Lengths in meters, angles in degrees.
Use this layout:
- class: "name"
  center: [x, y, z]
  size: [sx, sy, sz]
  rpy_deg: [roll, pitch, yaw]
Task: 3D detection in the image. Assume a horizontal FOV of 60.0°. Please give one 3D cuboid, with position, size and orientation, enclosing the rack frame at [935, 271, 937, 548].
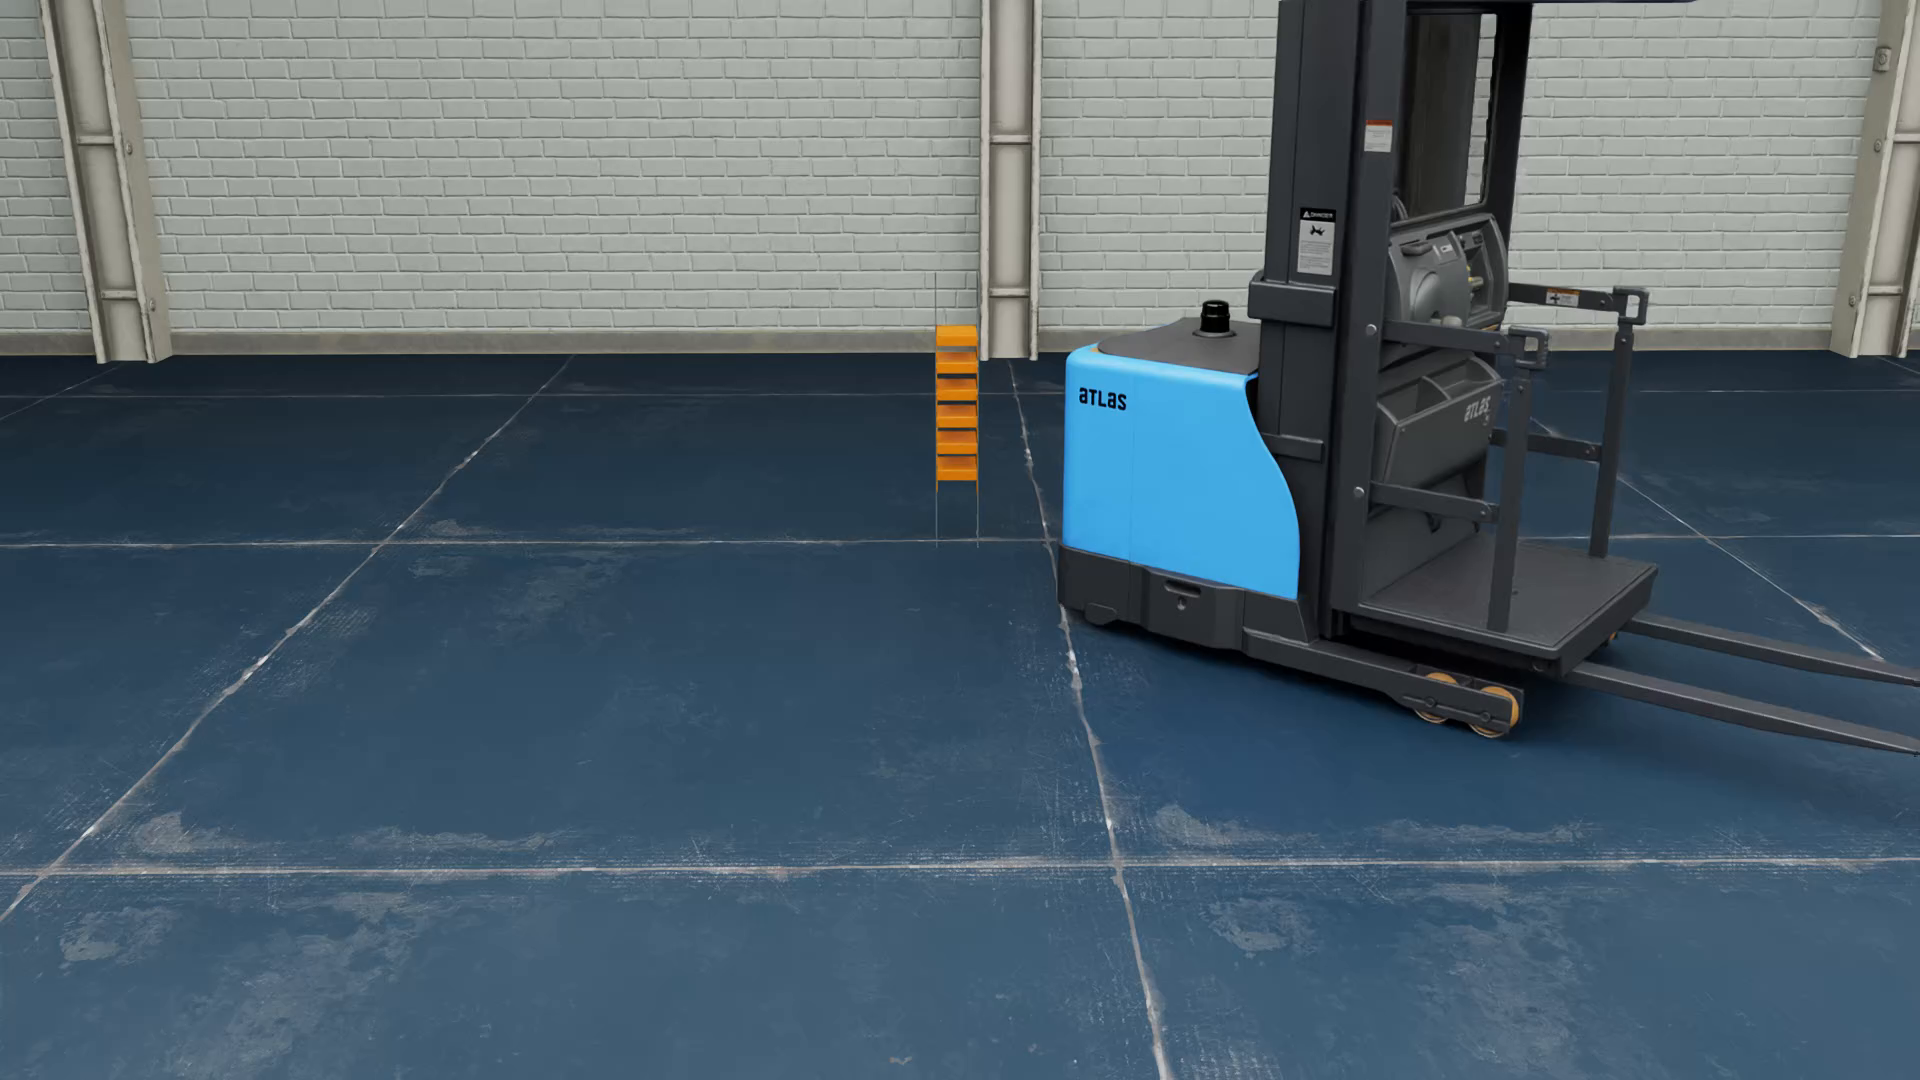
- class: "rack frame"
  center: [-0.106, -0.571, 7.363]
  size: [0.006, 1.200, 0.240]
  rpy_deg: [0, 18, -1]

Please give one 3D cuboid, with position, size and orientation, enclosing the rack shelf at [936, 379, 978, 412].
- class: "rack shelf"
  center: [-0.014, -0.643, 7.341]
  size: [0.180, 0.103, 0.258]
  rpy_deg: [0, 18, -1]

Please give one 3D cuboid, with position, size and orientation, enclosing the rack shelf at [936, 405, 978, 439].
- class: "rack shelf"
  center: [-0.014, -0.529, 7.378]
  size: [0.180, 0.103, 0.258]
  rpy_deg: [0, 18, -1]

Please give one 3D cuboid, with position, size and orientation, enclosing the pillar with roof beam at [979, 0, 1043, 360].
- class: "pillar with roof beam"
  center: [0.400, -4.247, 6.056]
  size: [0.400, 9.000, 9.100]
  rpy_deg: [0, 18, -1]

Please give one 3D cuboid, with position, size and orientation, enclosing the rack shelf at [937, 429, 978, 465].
- class: "rack shelf"
  center: [-0.014, -0.415, 7.414]
  size: [0.180, 0.103, 0.258]
  rpy_deg: [0, 18, -1]

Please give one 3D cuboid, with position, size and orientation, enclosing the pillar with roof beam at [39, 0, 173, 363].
- class: "pillar with roof beam"
  center: [-5.599, -4.218, 5.966]
  size: [0.400, 9.000, 9.100]
  rpy_deg: [0, 18, -1]

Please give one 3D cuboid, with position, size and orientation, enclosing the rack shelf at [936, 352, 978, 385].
- class: "rack shelf"
  center: [-0.014, -0.757, 7.304]
  size: [0.180, 0.103, 0.258]
  rpy_deg: [0, 18, -1]

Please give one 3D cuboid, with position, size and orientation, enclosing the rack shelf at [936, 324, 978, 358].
- class: "rack shelf"
  center: [-0.014, -0.872, 7.268]
  size: [0.180, 0.103, 0.258]
  rpy_deg: [0, 18, -1]

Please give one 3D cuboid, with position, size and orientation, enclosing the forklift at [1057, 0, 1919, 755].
- class: "forklift"
  center: [1.855, -0.924, 5.629]
  size: [3.031, 2.935, 1.130]
  rpy_deg: [14, 22, 36]

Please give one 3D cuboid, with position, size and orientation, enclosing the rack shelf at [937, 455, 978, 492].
- class: "rack shelf"
  center: [-0.014, -0.300, 7.451]
  size: [0.180, 0.103, 0.258]
  rpy_deg: [0, 18, -1]

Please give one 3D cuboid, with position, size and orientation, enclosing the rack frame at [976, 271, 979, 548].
- class: "rack frame"
  center: [0.077, -0.572, 7.365]
  size: [0.006, 1.200, 0.240]
  rpy_deg: [0, 18, -1]

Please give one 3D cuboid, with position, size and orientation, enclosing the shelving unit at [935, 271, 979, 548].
- class: "shelving unit"
  center: [-0.014, -0.571, 7.364]
  size: [0.189, 1.200, 0.258]
  rpy_deg: [0, 18, -1]

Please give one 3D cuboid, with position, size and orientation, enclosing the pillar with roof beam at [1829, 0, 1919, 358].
- class: "pillar with roof beam"
  center: [6.399, -4.276, 6.146]
  size: [0.400, 9.000, 9.100]
  rpy_deg: [0, 18, -1]
